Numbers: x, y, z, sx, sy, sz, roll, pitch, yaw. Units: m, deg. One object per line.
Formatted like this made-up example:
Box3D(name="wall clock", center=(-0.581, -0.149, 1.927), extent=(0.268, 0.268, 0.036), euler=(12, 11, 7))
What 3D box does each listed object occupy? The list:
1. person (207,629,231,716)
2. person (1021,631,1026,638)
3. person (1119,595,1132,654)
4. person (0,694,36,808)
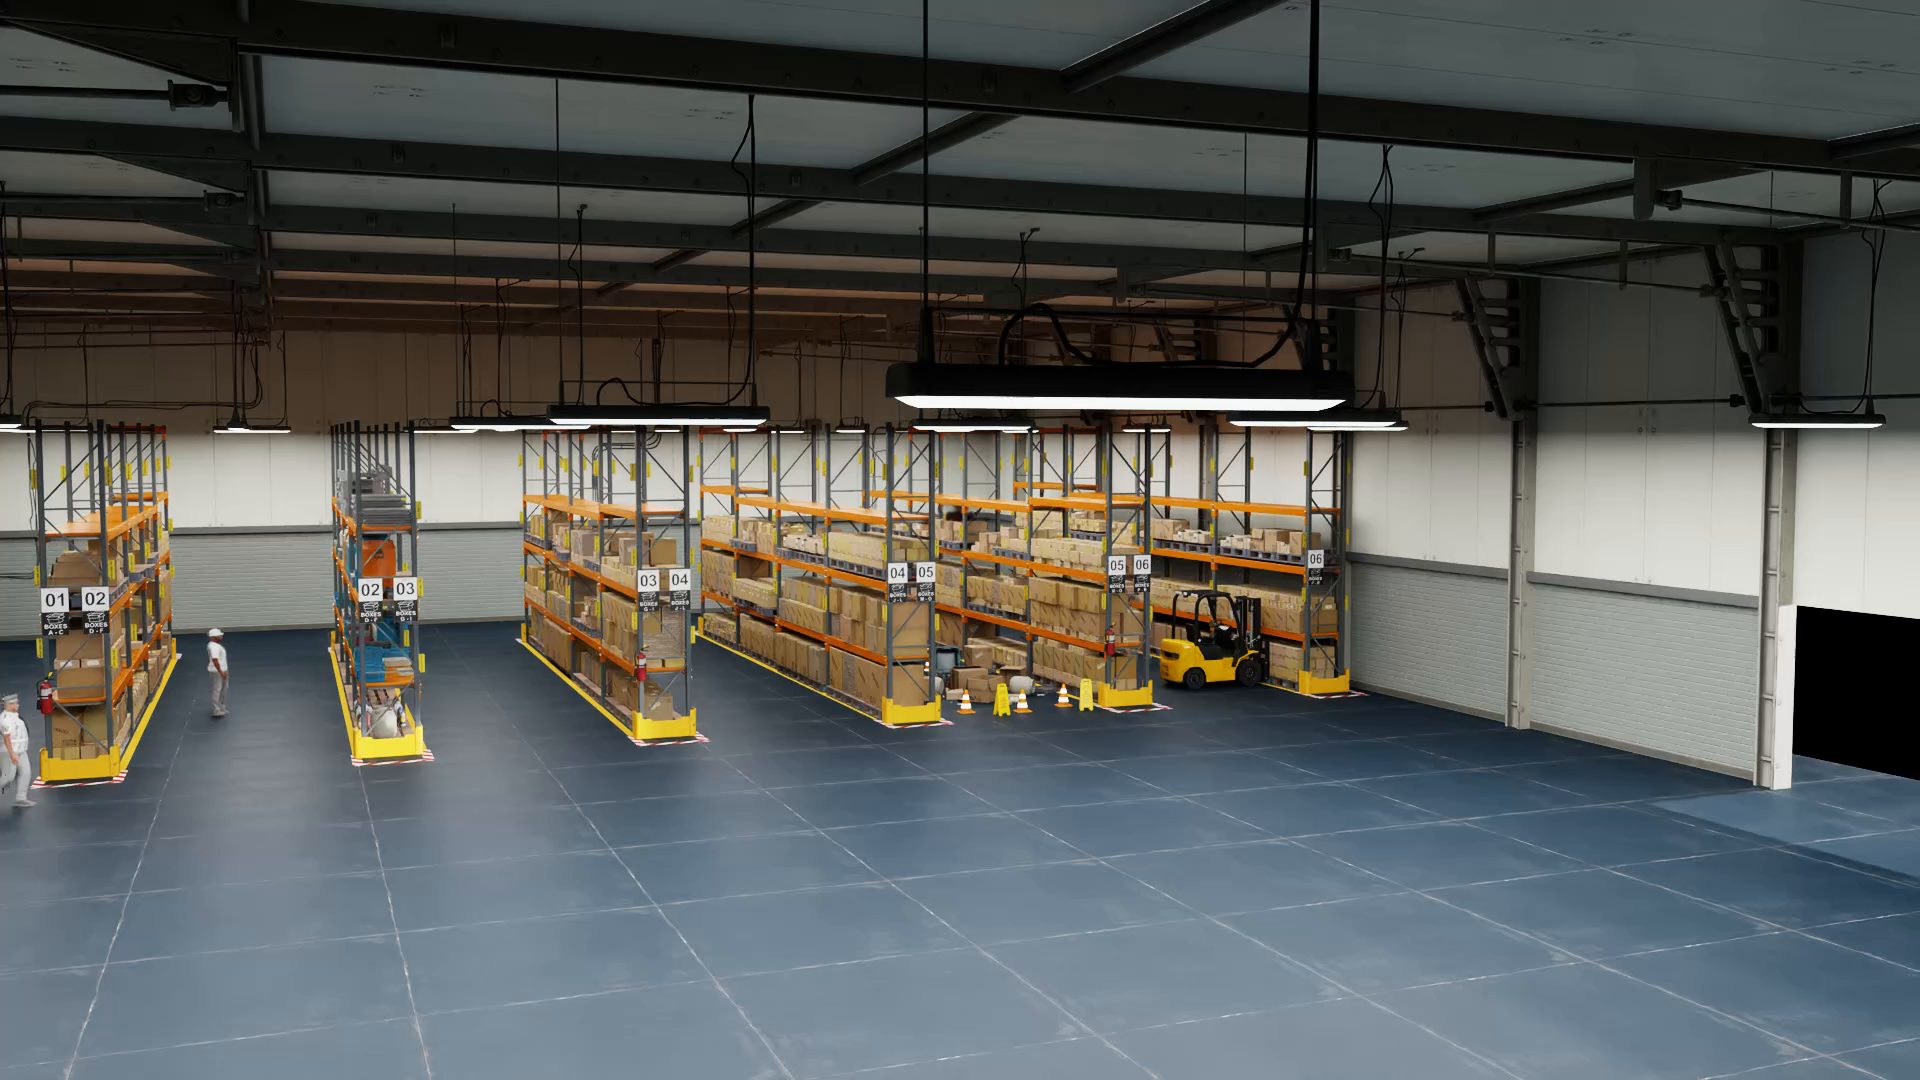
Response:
Box3D(name="person", center=(-15.208, 2.703, 34.156), extent=(0.537, 1.783, 0.650), euler=(0, 4, 6))
Box3D(name="person", center=(1.719, 1.840, 44.589), extent=(0.522, 1.656, 0.743), euler=(-2, 4, -25))
Box3D(name="person", center=(4.154, 2.229, 42.508), extent=(0.495, 1.690, 0.676), euler=(-2, 4, -33))
Box3D(name="person", center=(-14.664, 3.253, 25.671), extent=(0.726, 1.750, 0.566), euler=(0, 4, -1))
